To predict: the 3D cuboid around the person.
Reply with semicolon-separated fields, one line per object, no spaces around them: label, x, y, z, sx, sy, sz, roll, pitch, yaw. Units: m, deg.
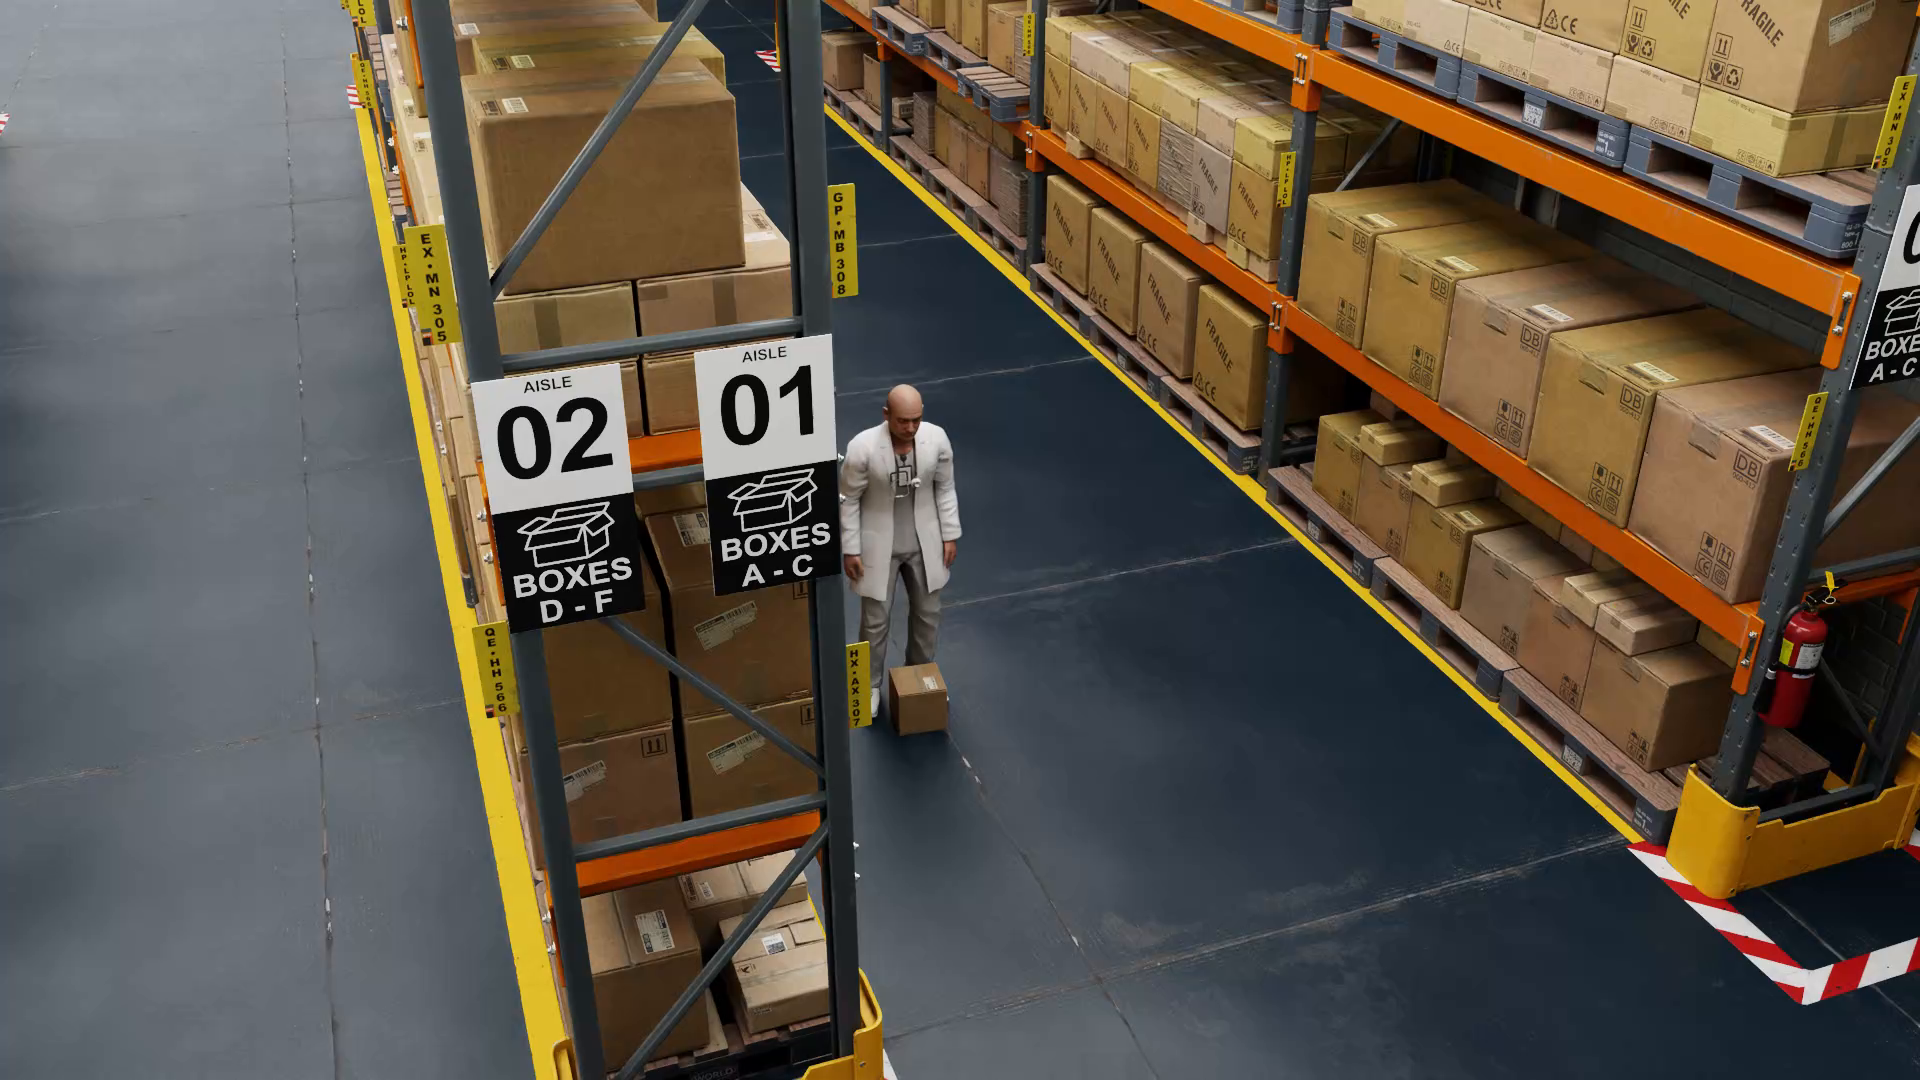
person;-0.300;0.031;8.312;0.640;1.773;0.422;-9;31;-15
